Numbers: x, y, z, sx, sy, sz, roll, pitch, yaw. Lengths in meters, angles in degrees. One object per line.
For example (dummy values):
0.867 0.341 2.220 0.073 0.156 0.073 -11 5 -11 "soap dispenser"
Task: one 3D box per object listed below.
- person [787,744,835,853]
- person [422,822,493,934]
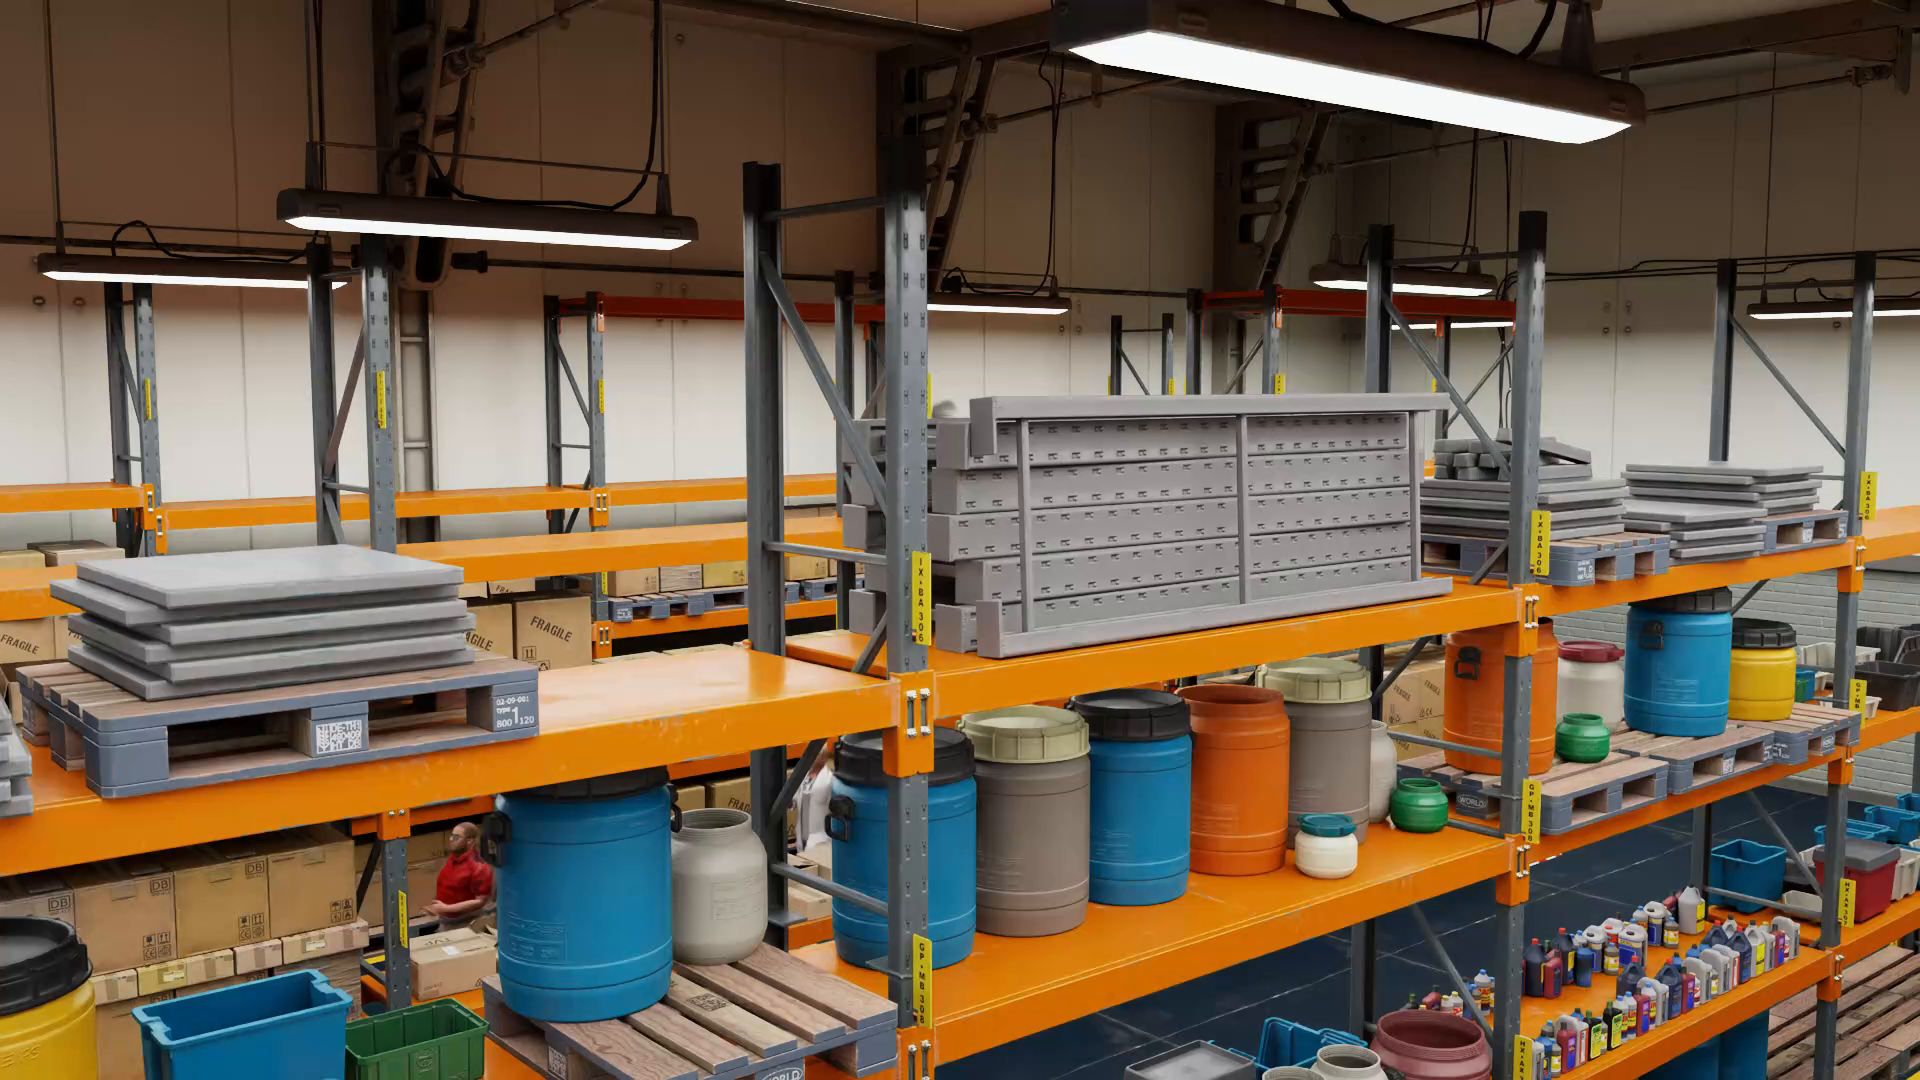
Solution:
-1.327 2.792 15.471 0.687 1.845 0.811 5 7 40 "person"
-3.943 3.058 13.062 0.647 1.698 0.659 5 7 39 "person"
